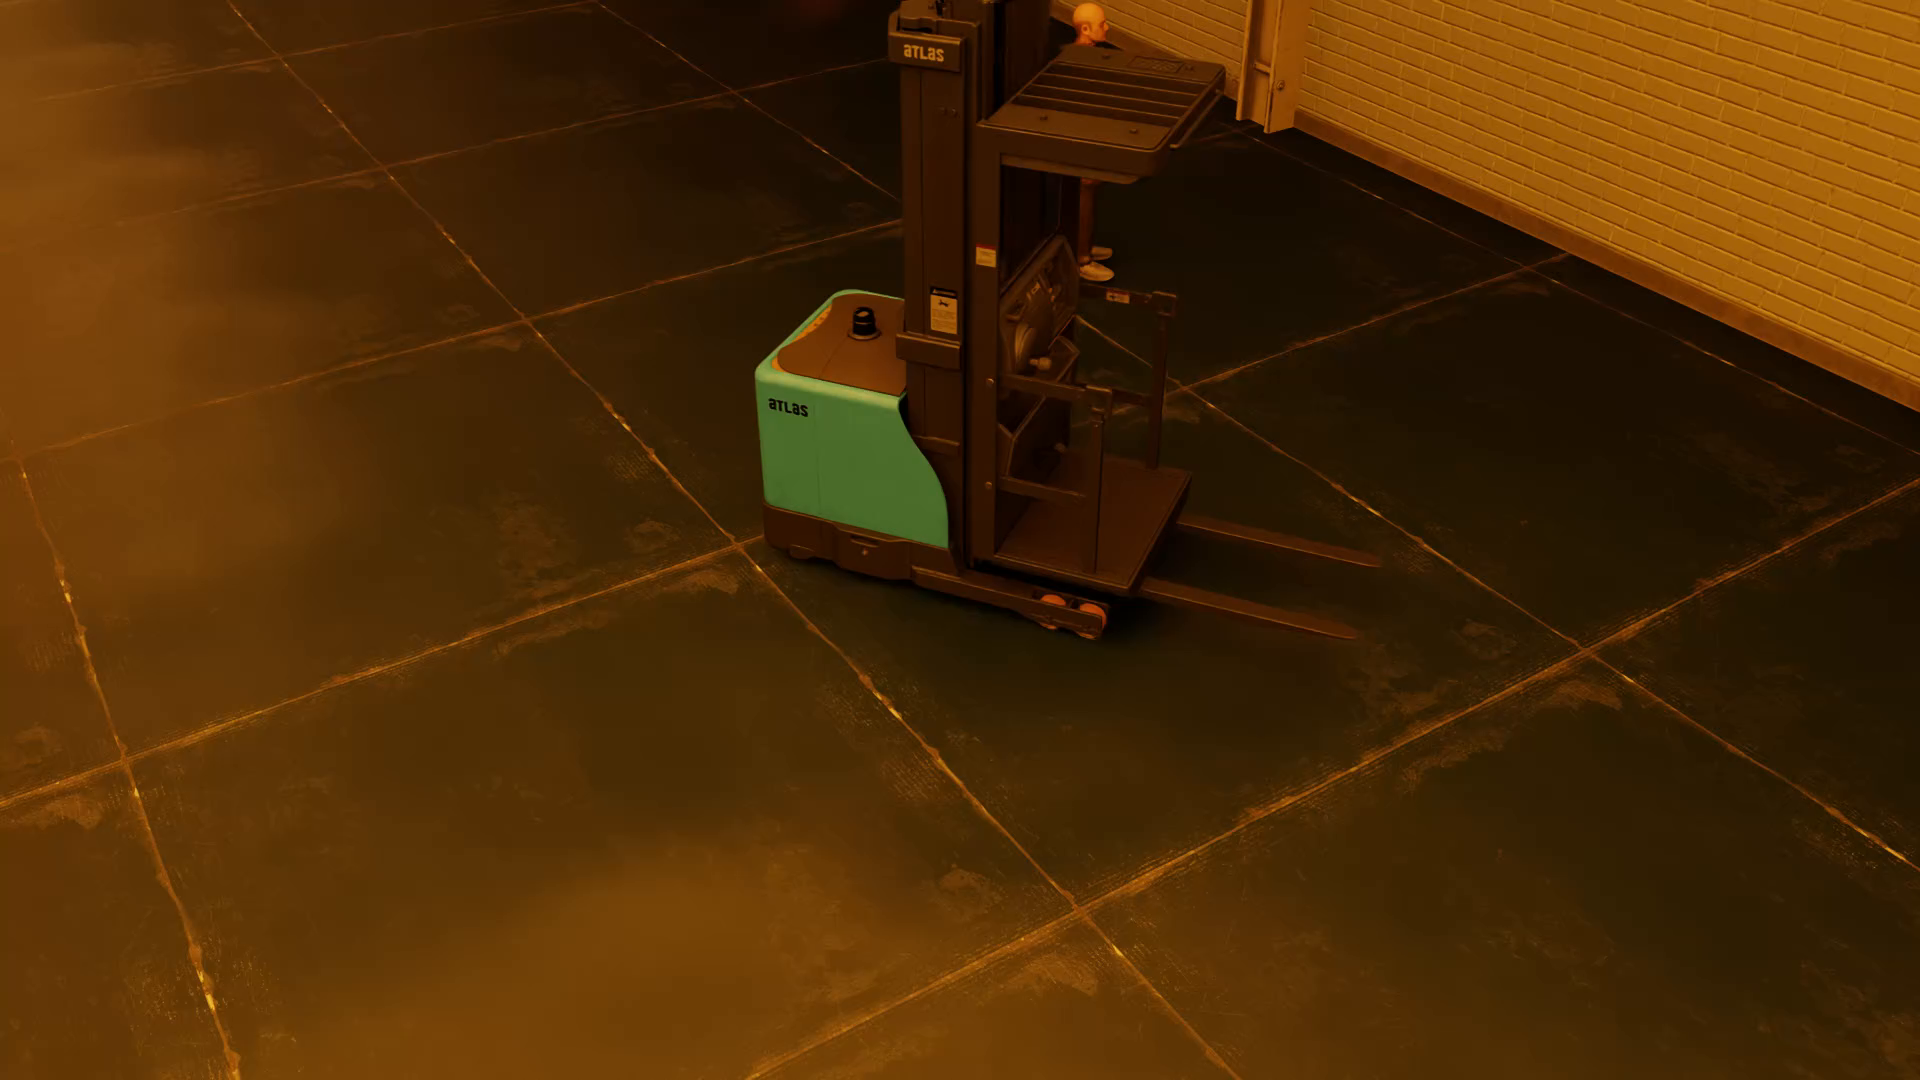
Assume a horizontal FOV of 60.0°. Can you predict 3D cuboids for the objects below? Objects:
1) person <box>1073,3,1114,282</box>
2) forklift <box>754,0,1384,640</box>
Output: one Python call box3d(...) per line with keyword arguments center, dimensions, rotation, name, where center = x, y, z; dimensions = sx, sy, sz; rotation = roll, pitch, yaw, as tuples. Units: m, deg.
box3d(center=(0.862, -2.607, 10.857), dimensions=(0.385, 1.782, 0.549), rotation=(3, 35, 4), name="person")
box3d(center=(0.556, -1.073, 7.675), dimensions=(3.031, 2.935, 1.130), rotation=(13, 37, 18), name="forklift")
